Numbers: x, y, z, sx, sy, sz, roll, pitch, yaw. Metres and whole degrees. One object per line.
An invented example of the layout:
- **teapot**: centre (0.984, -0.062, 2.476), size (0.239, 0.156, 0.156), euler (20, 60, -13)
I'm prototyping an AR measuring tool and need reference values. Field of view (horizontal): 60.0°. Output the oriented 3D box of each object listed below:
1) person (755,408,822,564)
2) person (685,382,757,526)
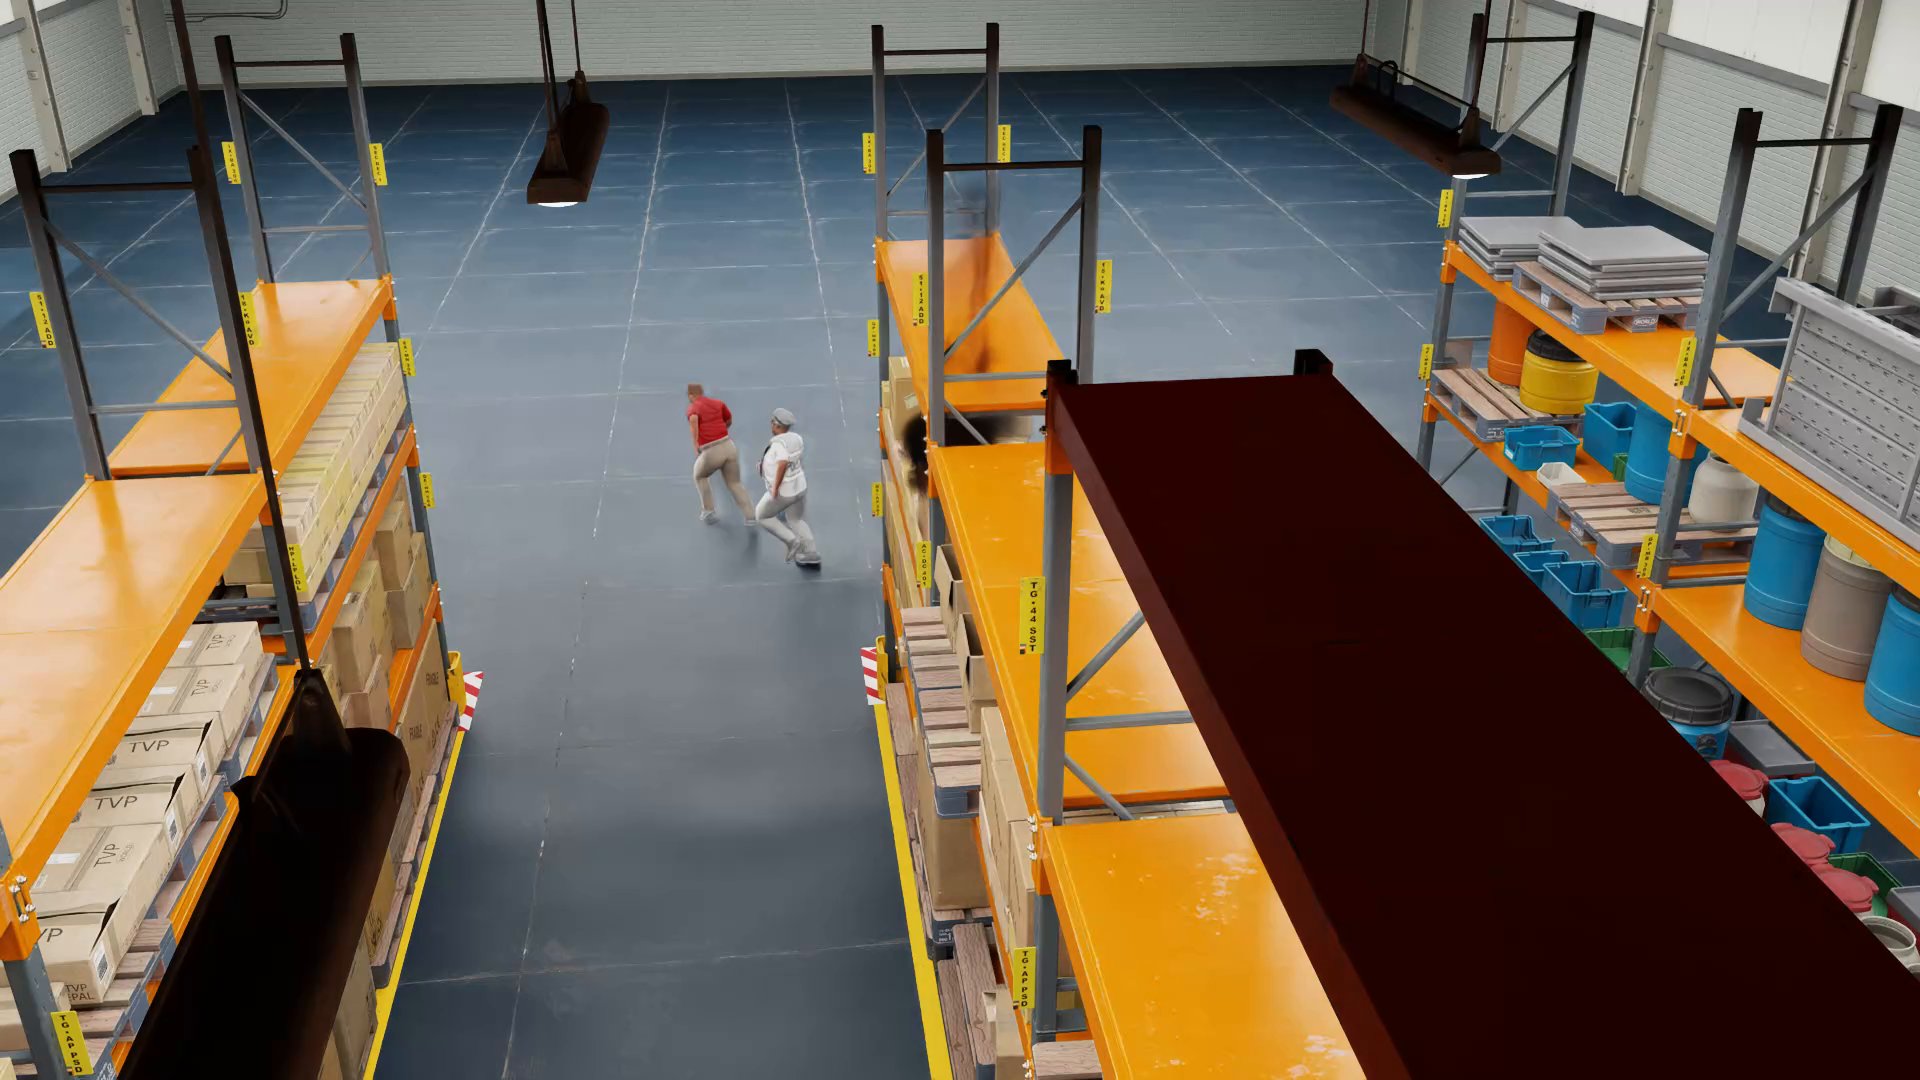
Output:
- **person**: centre (-1.883, -0.552, 17.629), size (0.778, 1.740, 0.683), euler (14, 29, 27)
- **person**: centre (-2.676, -0.871, 18.527), size (1.017, 1.695, 0.707), euler (21, 32, 37)
